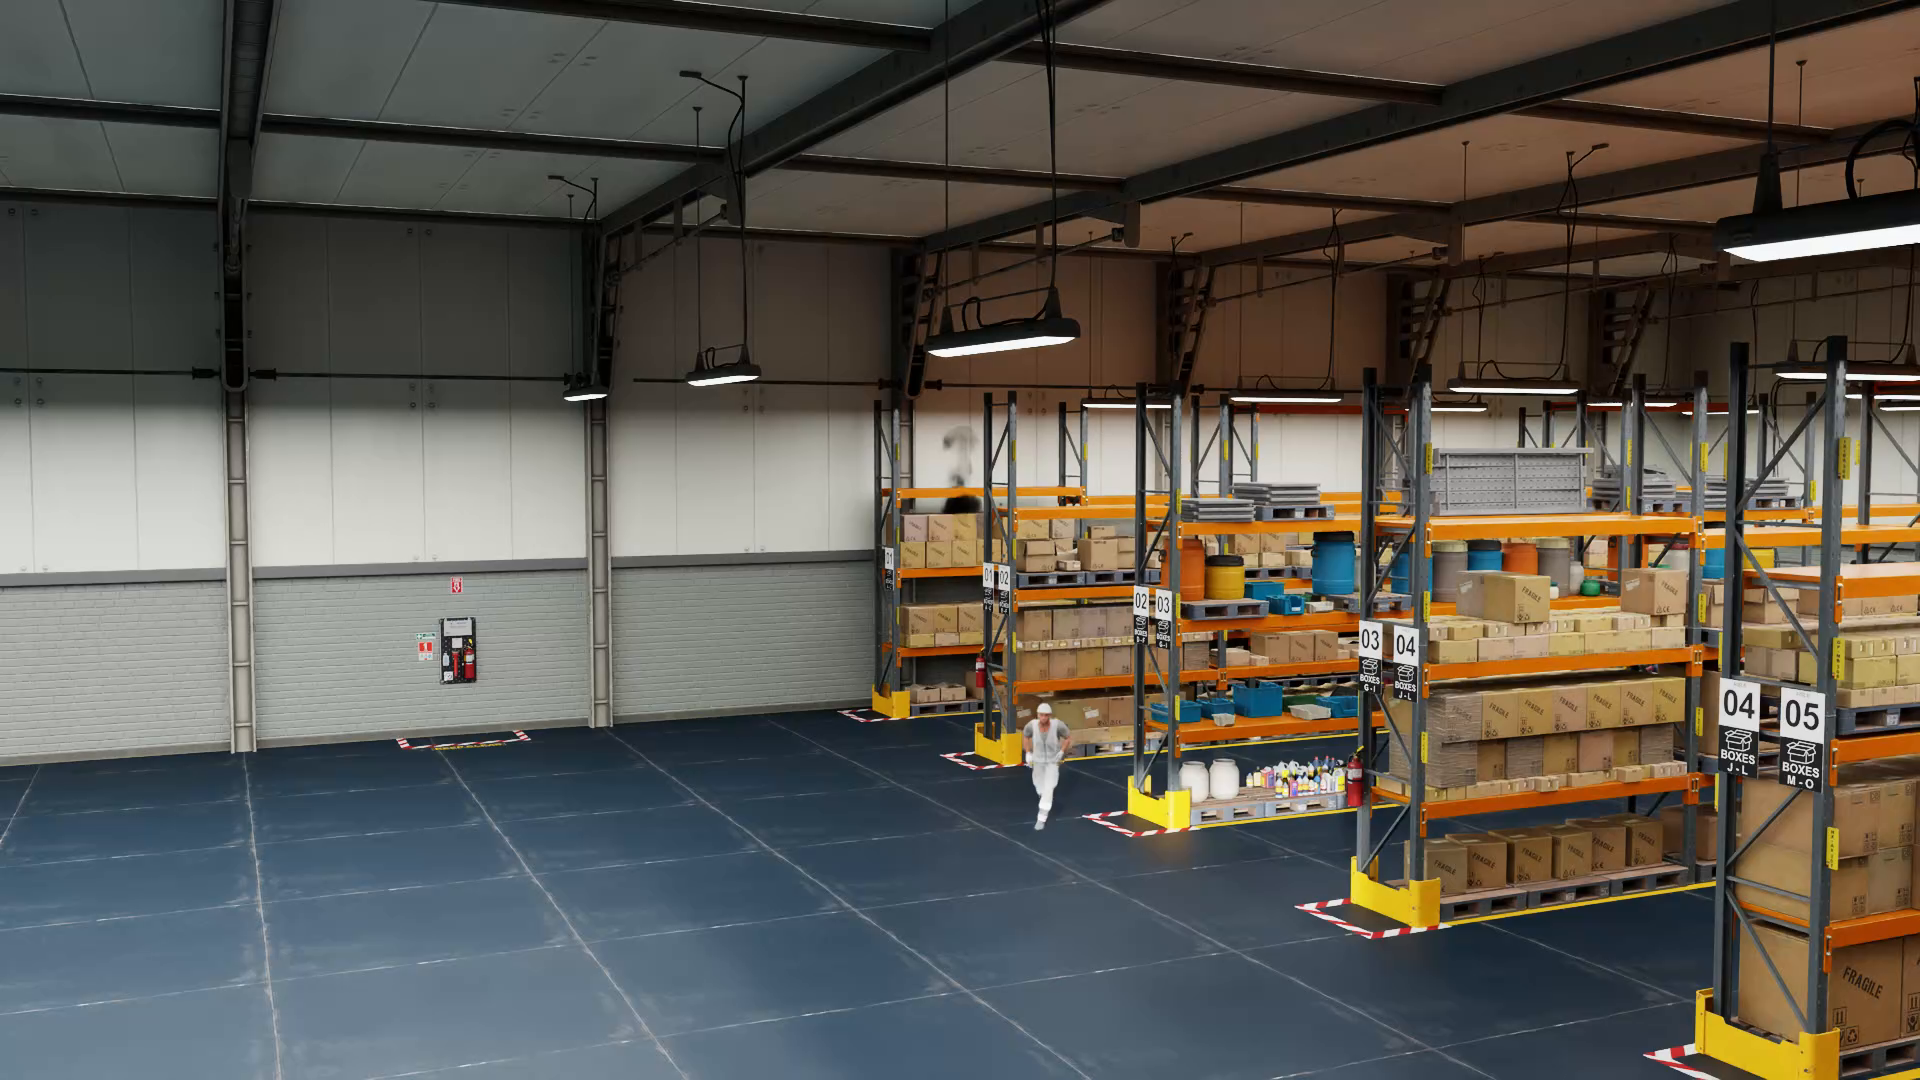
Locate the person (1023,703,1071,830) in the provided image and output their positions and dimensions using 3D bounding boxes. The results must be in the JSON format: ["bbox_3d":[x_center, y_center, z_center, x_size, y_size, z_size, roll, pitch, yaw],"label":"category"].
[{"bbox_3d":[1.183,3.018,22.526,0.660,1.723,0.929,0,3,6],"label":"person"}]
